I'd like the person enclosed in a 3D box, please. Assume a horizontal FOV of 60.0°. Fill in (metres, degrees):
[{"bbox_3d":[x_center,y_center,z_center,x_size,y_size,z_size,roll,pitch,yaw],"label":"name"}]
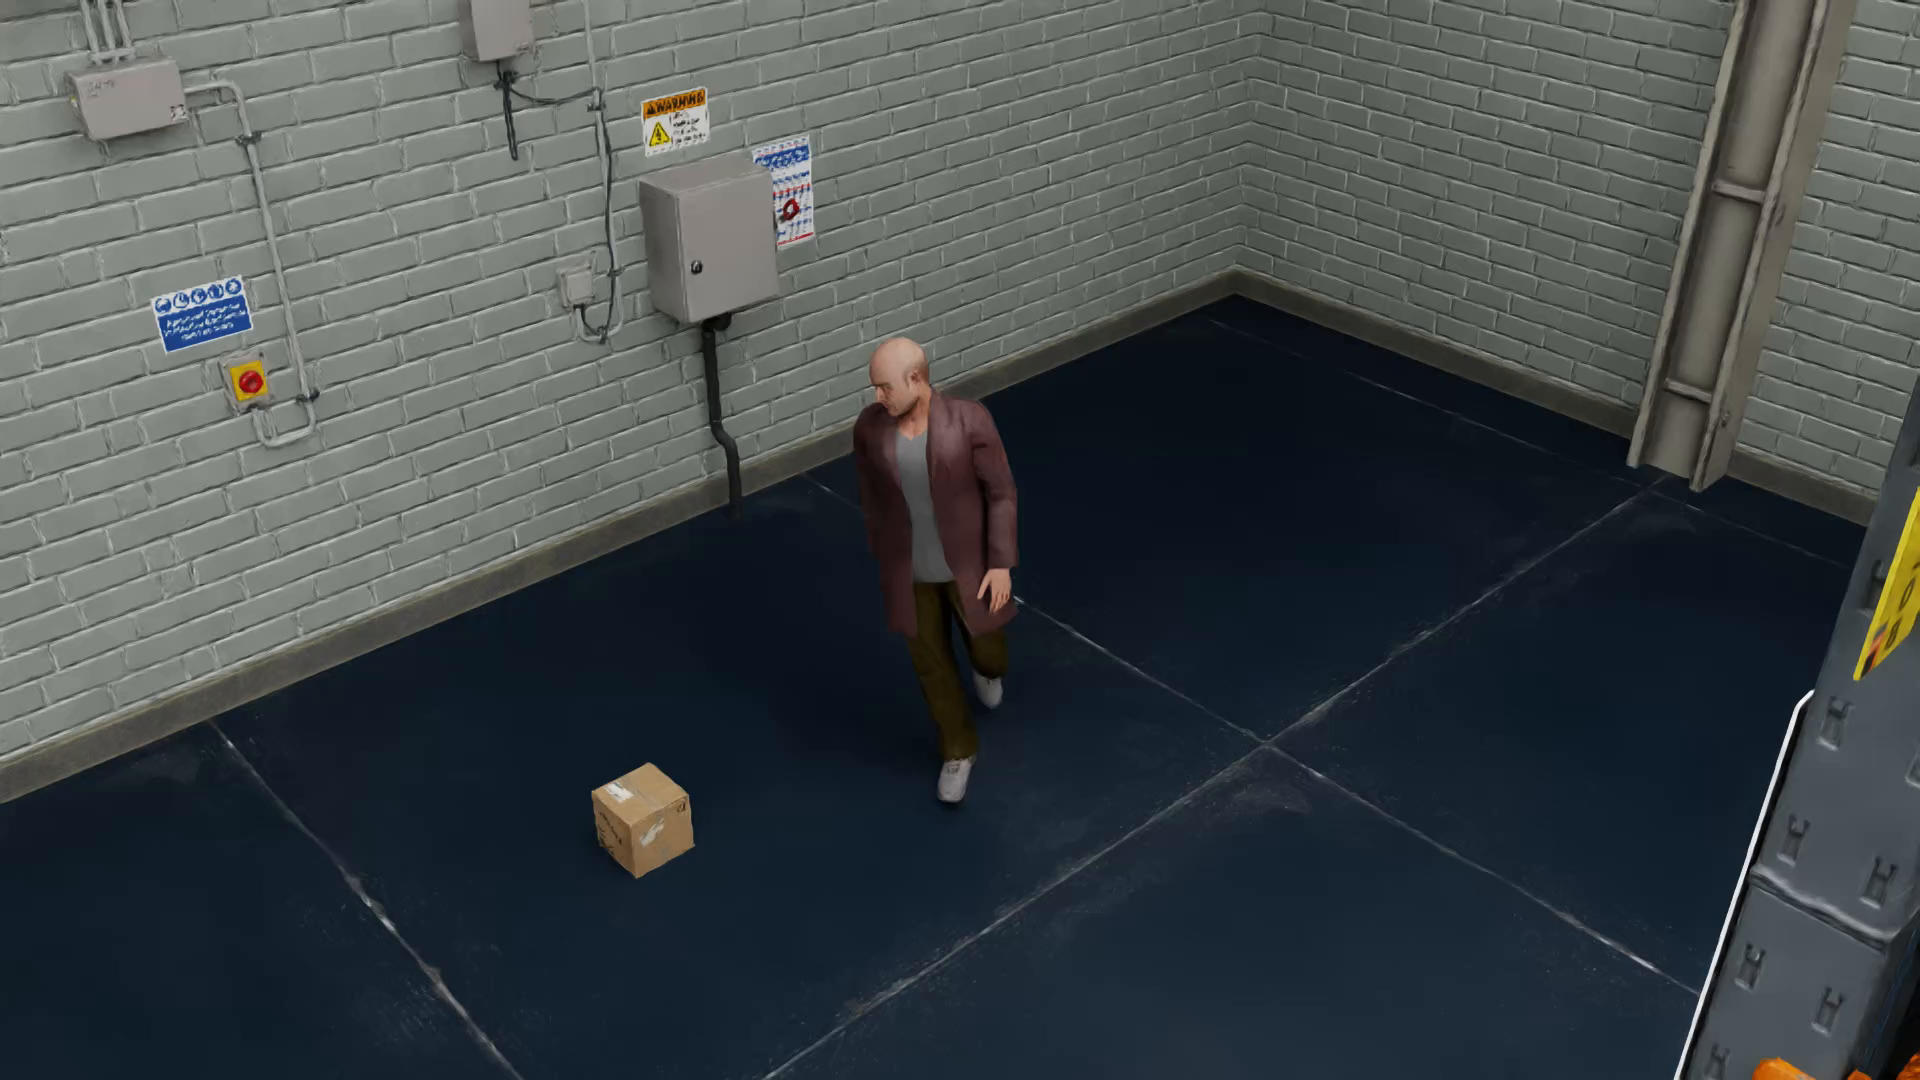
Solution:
[{"bbox_3d":[-0.073,0.056,6.080,0.625,1.749,0.778,6,32,9],"label":"person"}]
